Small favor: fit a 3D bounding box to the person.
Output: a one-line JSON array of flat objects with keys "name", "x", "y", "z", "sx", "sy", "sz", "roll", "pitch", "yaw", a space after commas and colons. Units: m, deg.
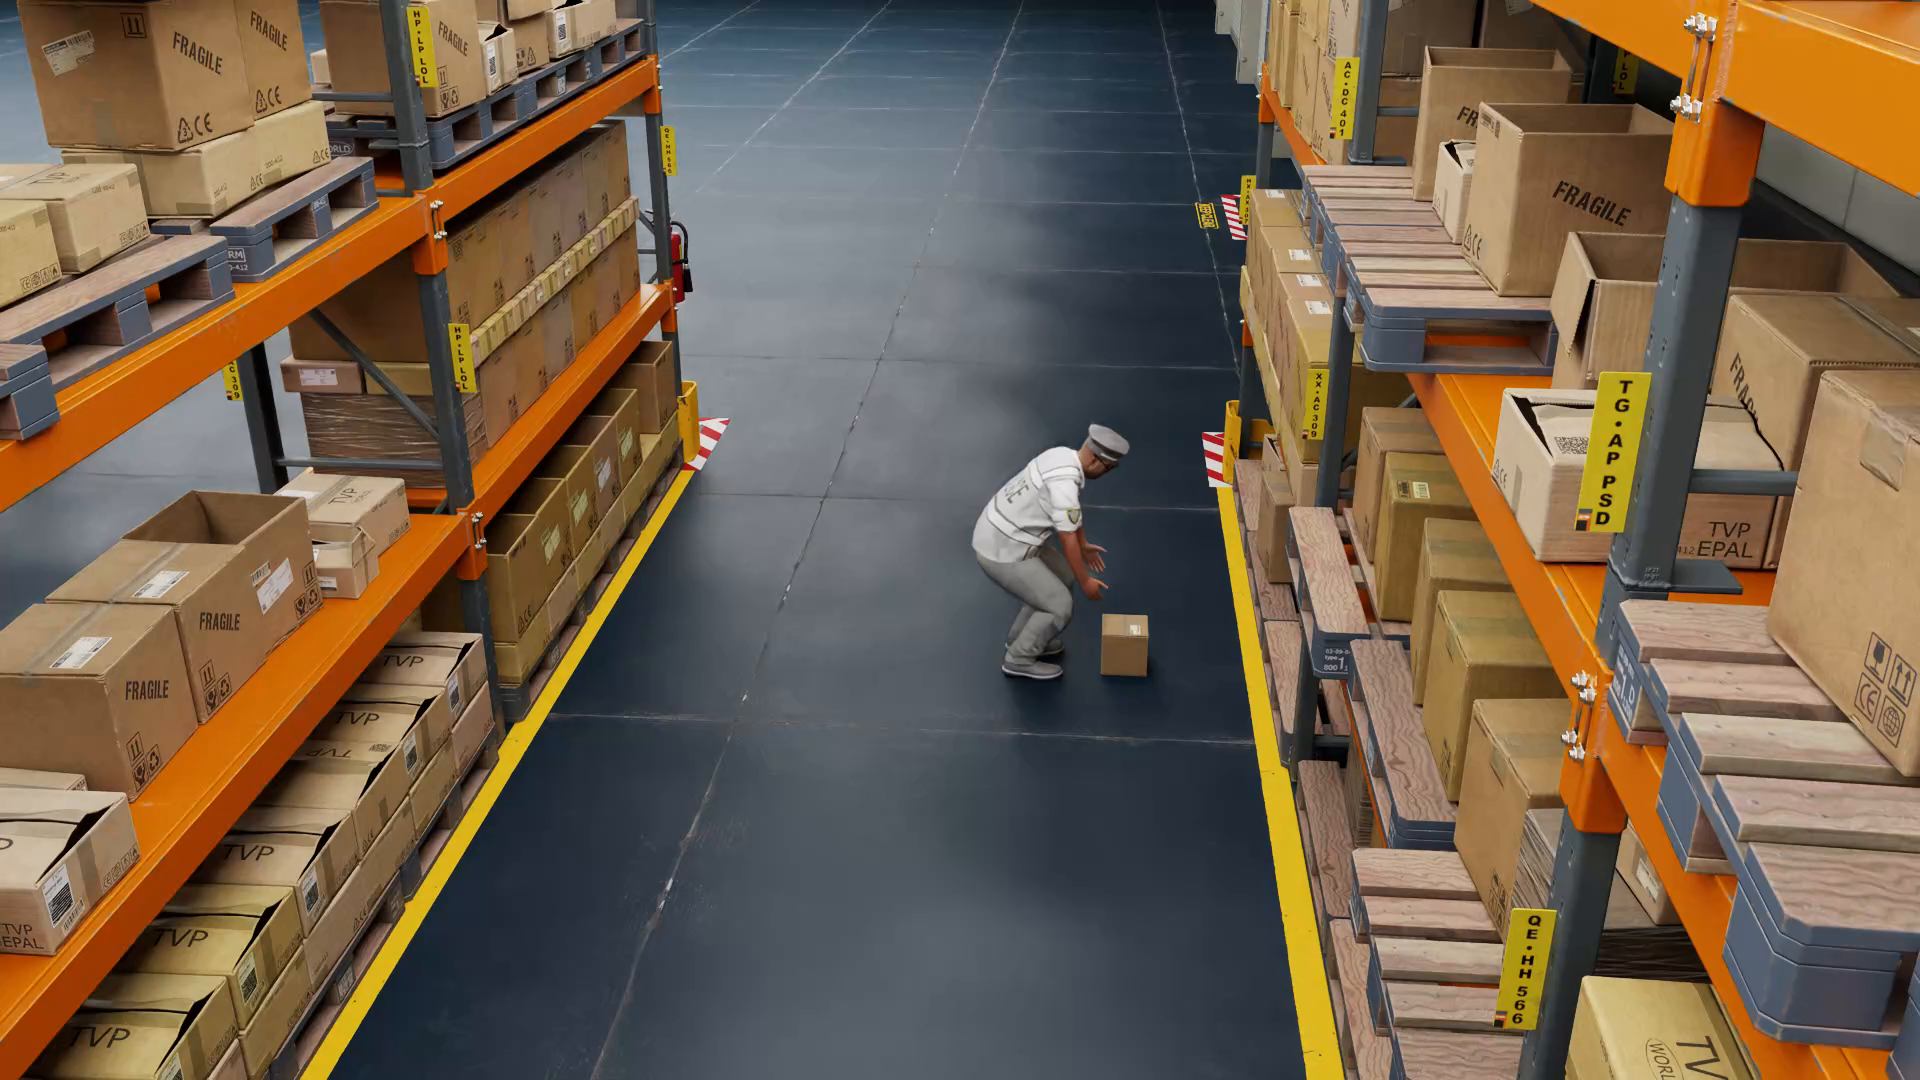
[{"name": "person", "x": 0.480, "y": 0.039, "z": 8.969, "sx": 0.826, "sy": 1.381, "sz": 0.590, "roll": 2, "pitch": 24, "yaw": 4}]
